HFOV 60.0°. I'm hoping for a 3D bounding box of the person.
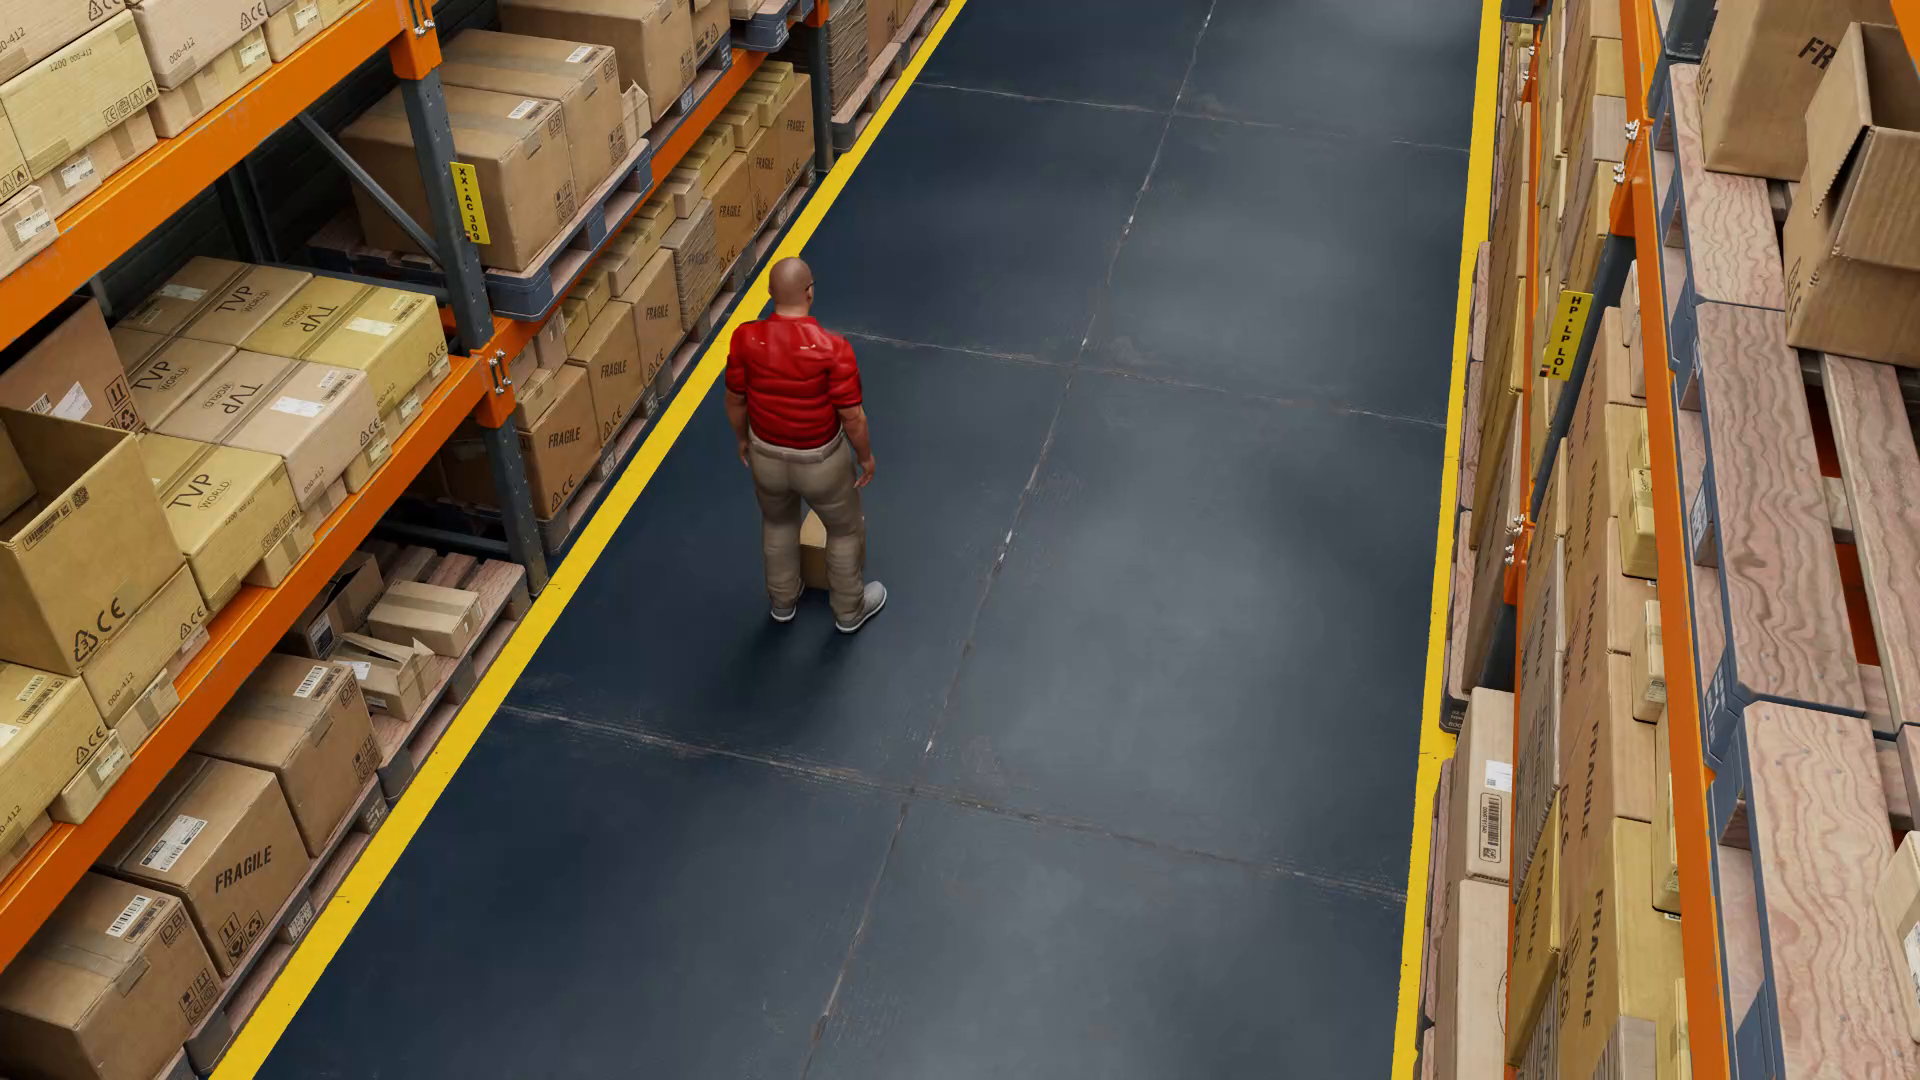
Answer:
[{"bbox_3d":[-0.636,-0.353,6.744,0.585,1.727,0.390,10,42,11],"label":"person"}]
